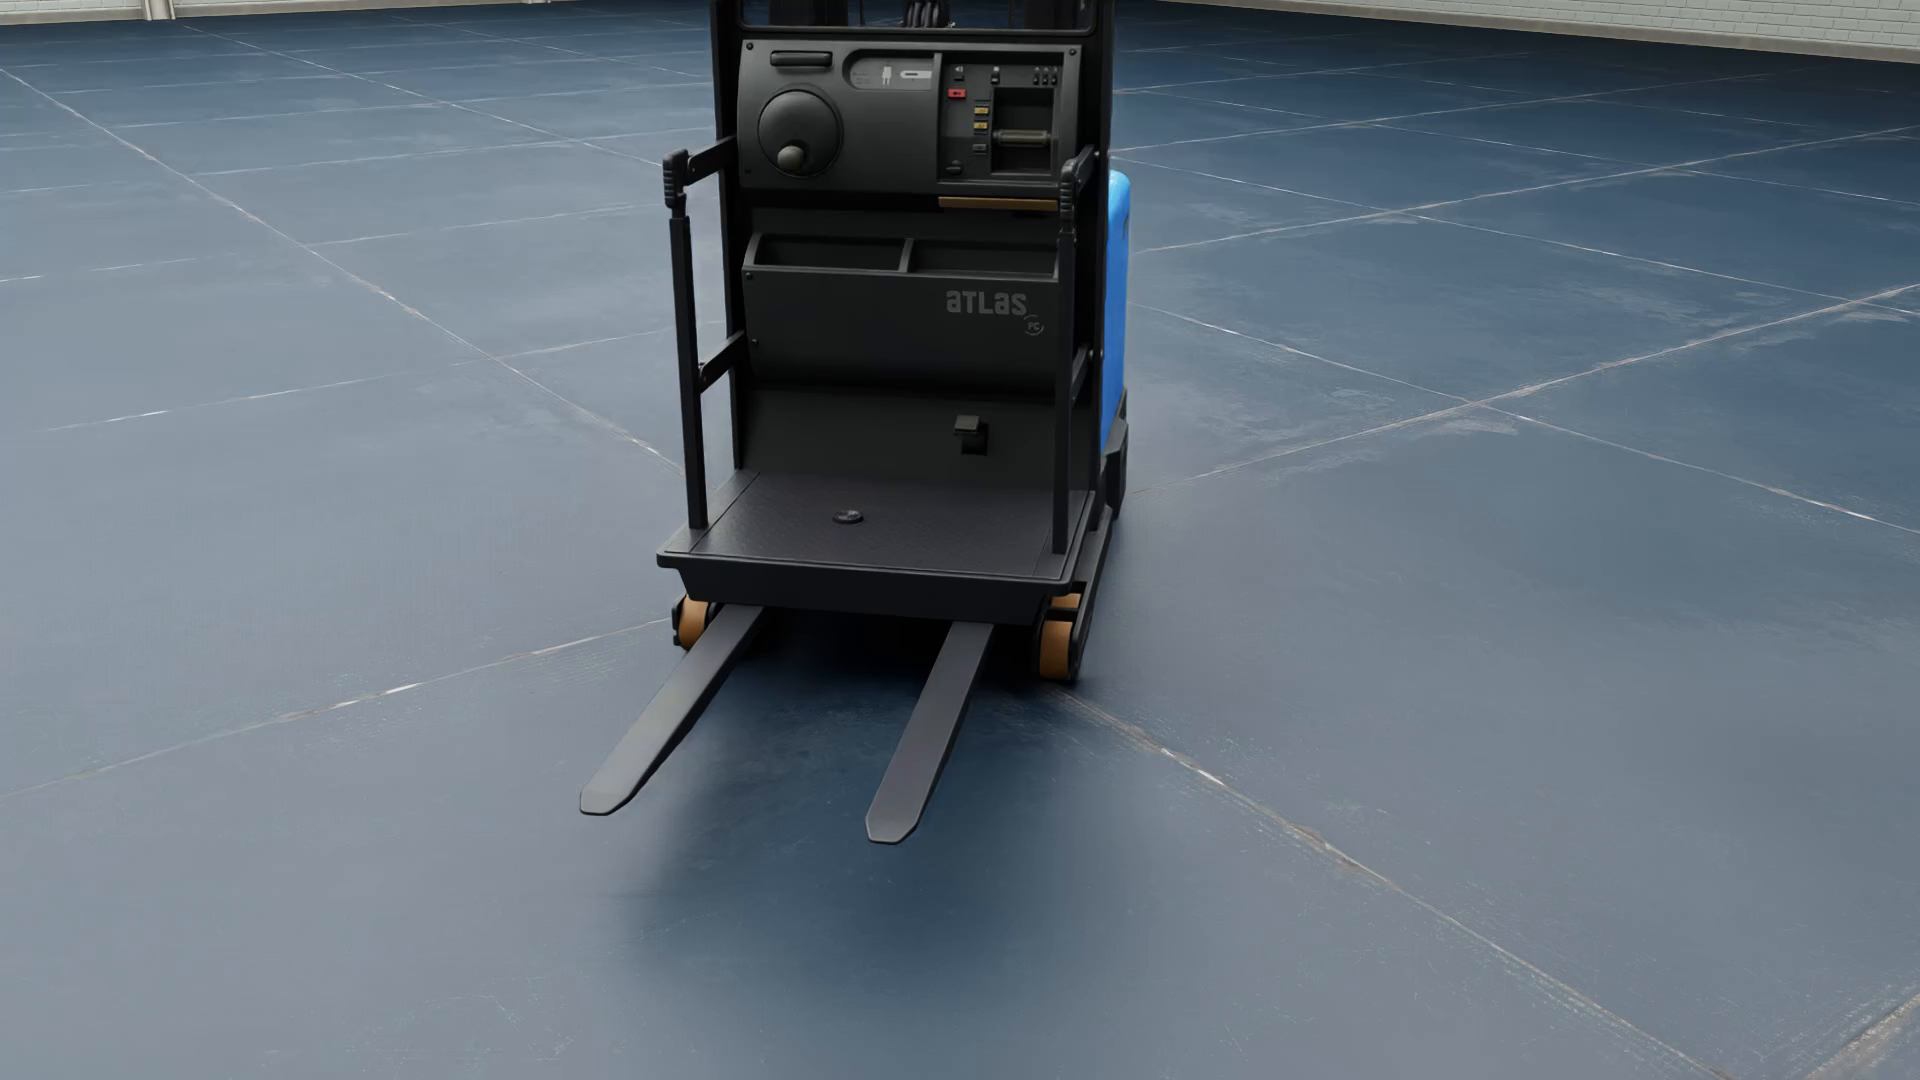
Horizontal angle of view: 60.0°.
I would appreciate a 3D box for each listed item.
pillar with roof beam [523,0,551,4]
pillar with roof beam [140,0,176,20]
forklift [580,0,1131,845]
[{"bbox_3d":[-4.715,-12.059,23.474,0.400,9.000,9.100,-15,26,-33],"label":"pillar with roof beam"},{"bbox_3d":[-9.585,-10.760,20.219,0.400,9.000,9.100,-15,26,-33],"label":"pillar with roof beam"},{"bbox_3d":[-0.178,-1.128,4.270,1.130,2.935,3.031,4,22,10],"label":"forklift"}]
